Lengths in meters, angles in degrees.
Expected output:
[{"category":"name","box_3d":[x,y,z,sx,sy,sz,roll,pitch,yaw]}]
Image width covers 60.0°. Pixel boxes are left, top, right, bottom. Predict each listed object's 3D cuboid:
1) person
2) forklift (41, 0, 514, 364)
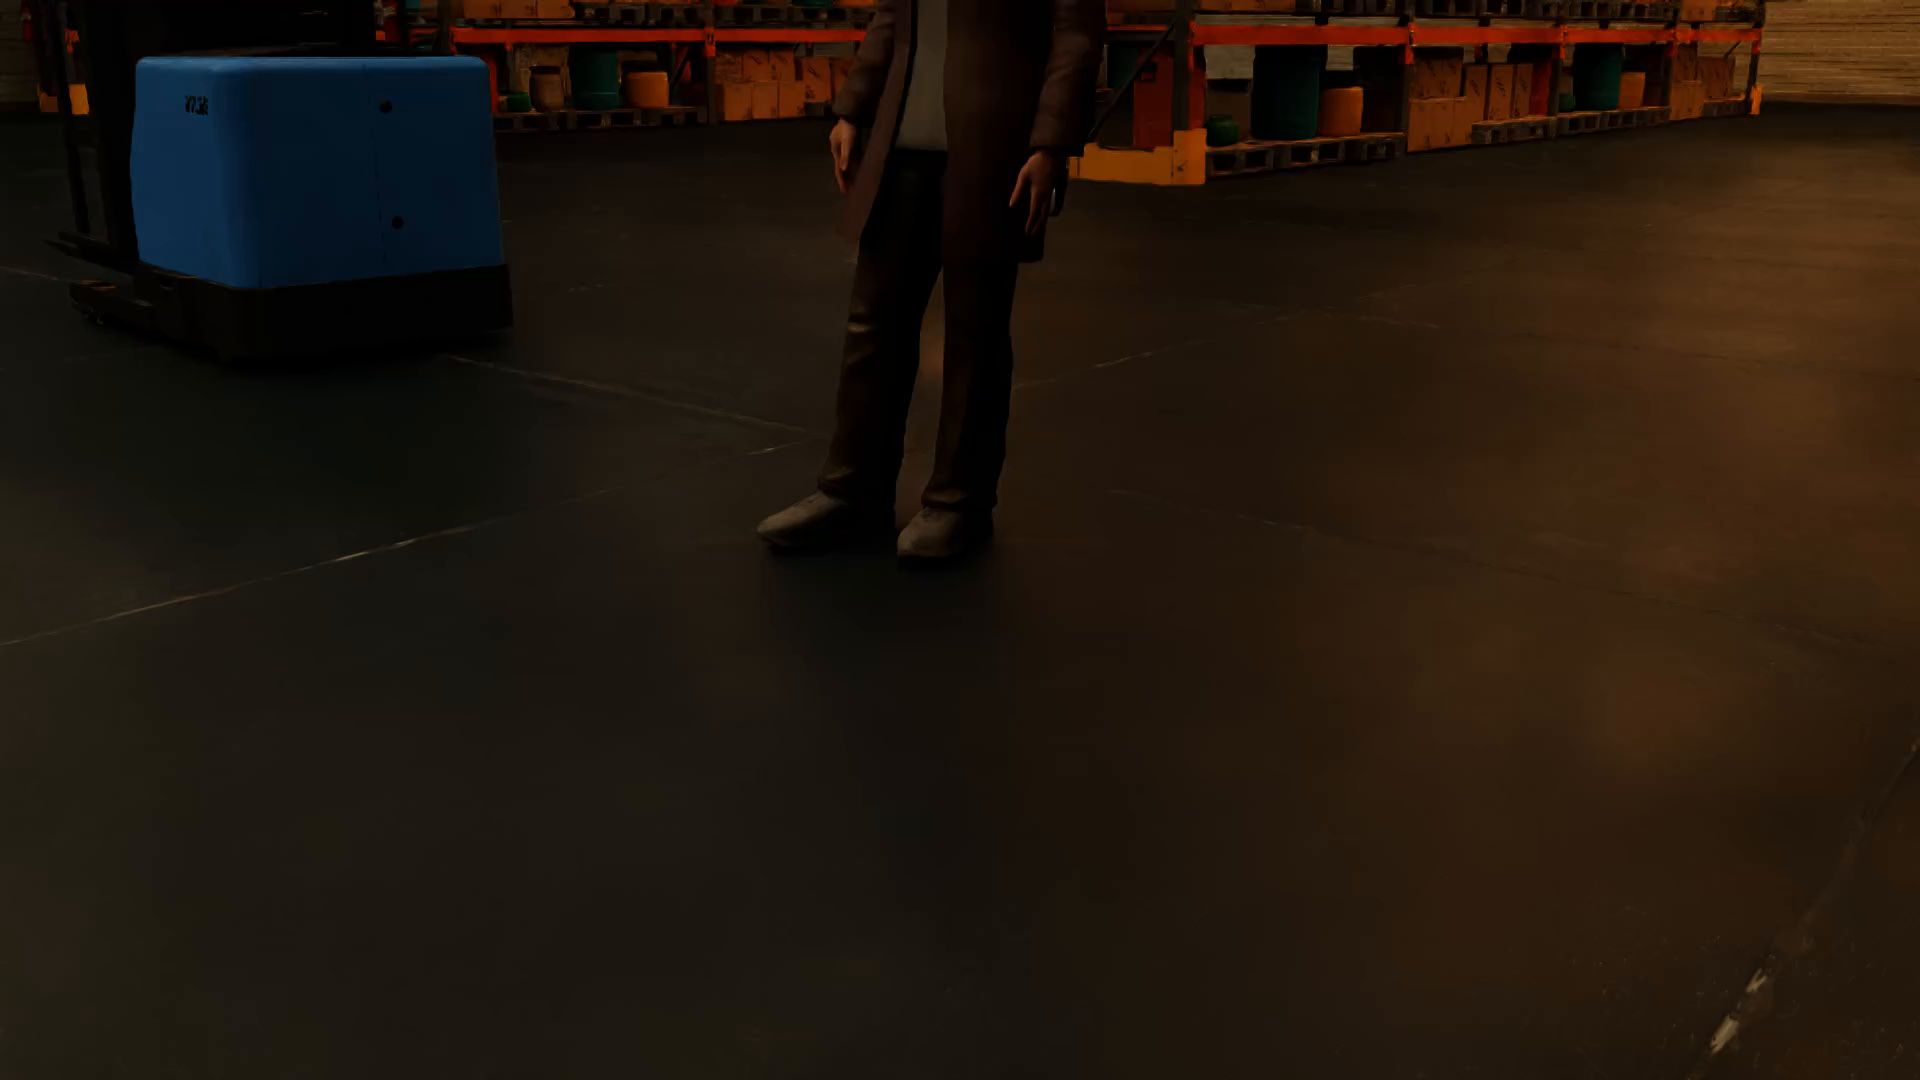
[{"category":"person","box_3d":[-0.065,-0.839,3.620,0.684,1.776,0.580,13,21,37]},{"category":"forklift","box_3d":[-3.103,-2.380,6.736,1.130,2.935,3.031,-15,23,-41]}]
